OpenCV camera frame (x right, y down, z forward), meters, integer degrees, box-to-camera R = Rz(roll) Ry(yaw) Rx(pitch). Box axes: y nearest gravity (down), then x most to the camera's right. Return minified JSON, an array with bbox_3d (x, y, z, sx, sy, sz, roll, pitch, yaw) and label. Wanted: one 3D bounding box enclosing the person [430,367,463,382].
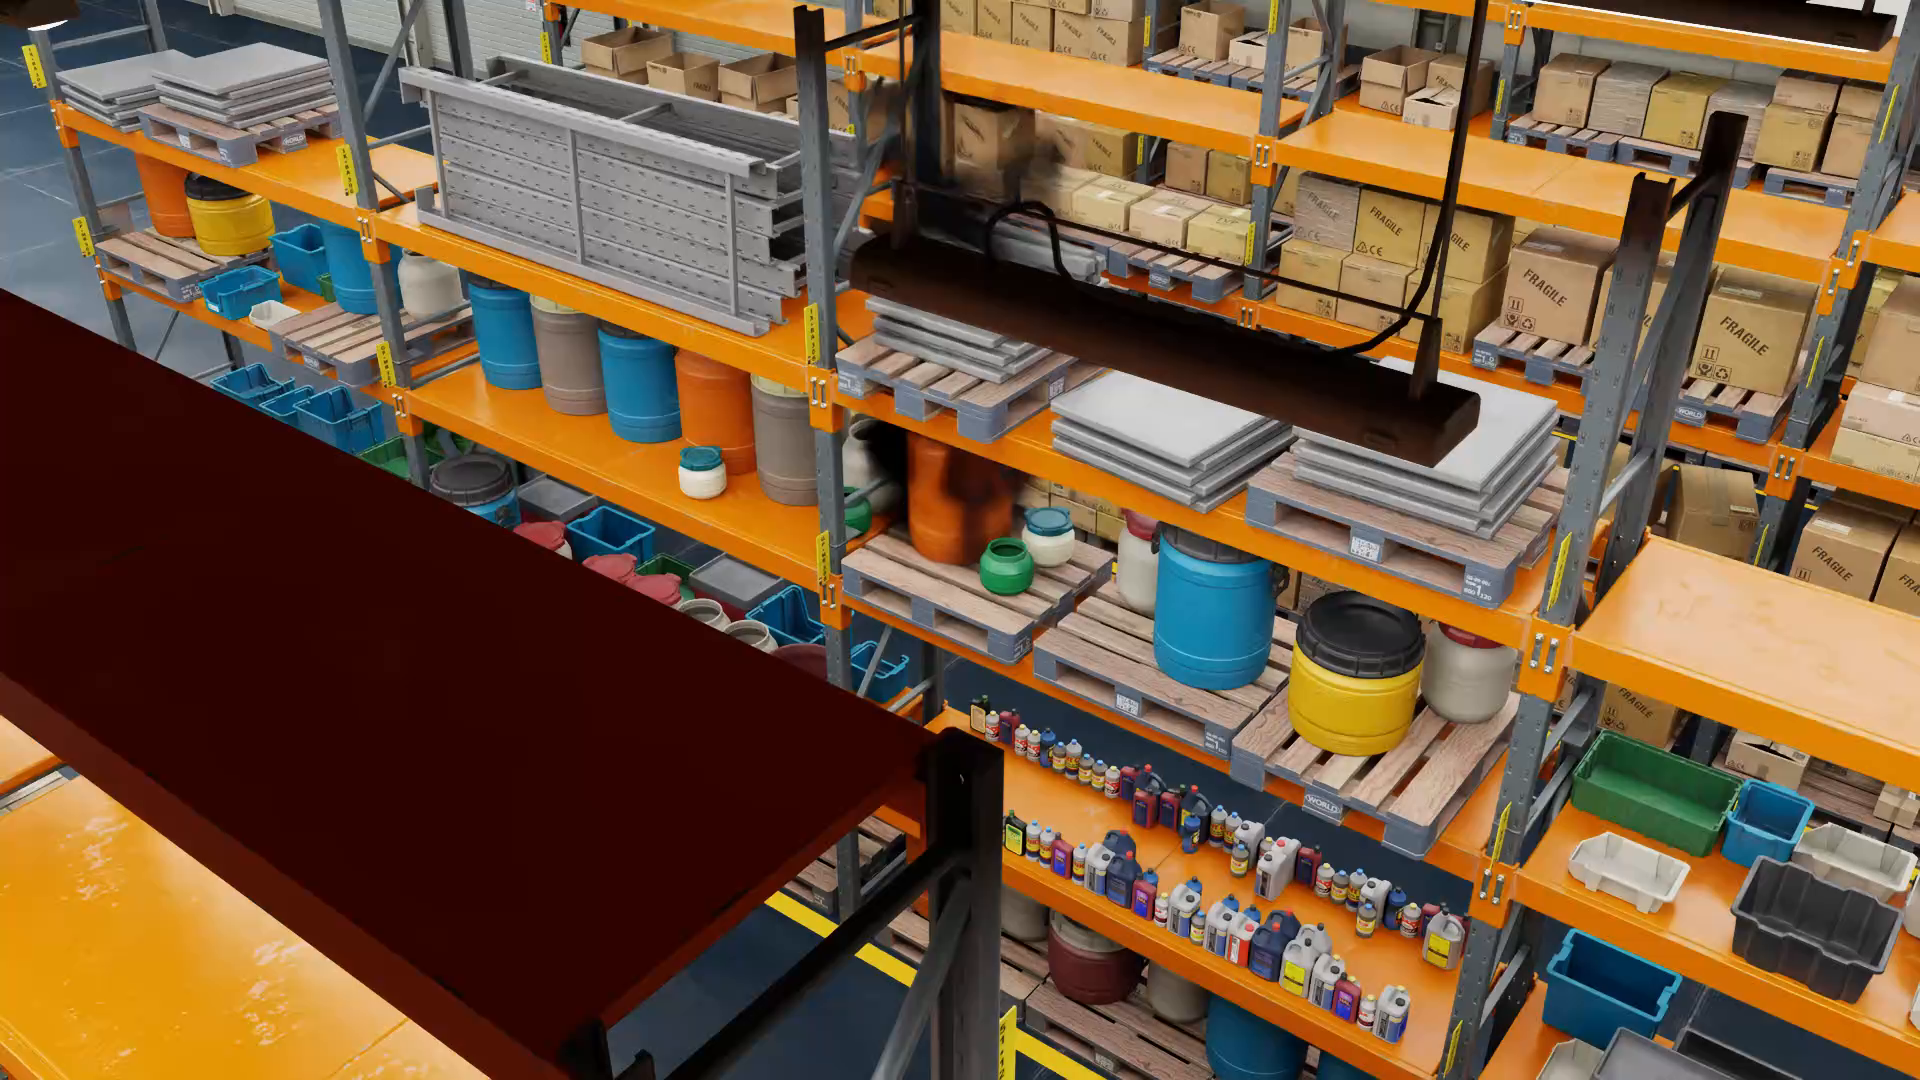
[{"bbox_3d":[-4.814,-1.712,15.311,0.507,0.735,0.631,16,35,24],"label":"person"}]
